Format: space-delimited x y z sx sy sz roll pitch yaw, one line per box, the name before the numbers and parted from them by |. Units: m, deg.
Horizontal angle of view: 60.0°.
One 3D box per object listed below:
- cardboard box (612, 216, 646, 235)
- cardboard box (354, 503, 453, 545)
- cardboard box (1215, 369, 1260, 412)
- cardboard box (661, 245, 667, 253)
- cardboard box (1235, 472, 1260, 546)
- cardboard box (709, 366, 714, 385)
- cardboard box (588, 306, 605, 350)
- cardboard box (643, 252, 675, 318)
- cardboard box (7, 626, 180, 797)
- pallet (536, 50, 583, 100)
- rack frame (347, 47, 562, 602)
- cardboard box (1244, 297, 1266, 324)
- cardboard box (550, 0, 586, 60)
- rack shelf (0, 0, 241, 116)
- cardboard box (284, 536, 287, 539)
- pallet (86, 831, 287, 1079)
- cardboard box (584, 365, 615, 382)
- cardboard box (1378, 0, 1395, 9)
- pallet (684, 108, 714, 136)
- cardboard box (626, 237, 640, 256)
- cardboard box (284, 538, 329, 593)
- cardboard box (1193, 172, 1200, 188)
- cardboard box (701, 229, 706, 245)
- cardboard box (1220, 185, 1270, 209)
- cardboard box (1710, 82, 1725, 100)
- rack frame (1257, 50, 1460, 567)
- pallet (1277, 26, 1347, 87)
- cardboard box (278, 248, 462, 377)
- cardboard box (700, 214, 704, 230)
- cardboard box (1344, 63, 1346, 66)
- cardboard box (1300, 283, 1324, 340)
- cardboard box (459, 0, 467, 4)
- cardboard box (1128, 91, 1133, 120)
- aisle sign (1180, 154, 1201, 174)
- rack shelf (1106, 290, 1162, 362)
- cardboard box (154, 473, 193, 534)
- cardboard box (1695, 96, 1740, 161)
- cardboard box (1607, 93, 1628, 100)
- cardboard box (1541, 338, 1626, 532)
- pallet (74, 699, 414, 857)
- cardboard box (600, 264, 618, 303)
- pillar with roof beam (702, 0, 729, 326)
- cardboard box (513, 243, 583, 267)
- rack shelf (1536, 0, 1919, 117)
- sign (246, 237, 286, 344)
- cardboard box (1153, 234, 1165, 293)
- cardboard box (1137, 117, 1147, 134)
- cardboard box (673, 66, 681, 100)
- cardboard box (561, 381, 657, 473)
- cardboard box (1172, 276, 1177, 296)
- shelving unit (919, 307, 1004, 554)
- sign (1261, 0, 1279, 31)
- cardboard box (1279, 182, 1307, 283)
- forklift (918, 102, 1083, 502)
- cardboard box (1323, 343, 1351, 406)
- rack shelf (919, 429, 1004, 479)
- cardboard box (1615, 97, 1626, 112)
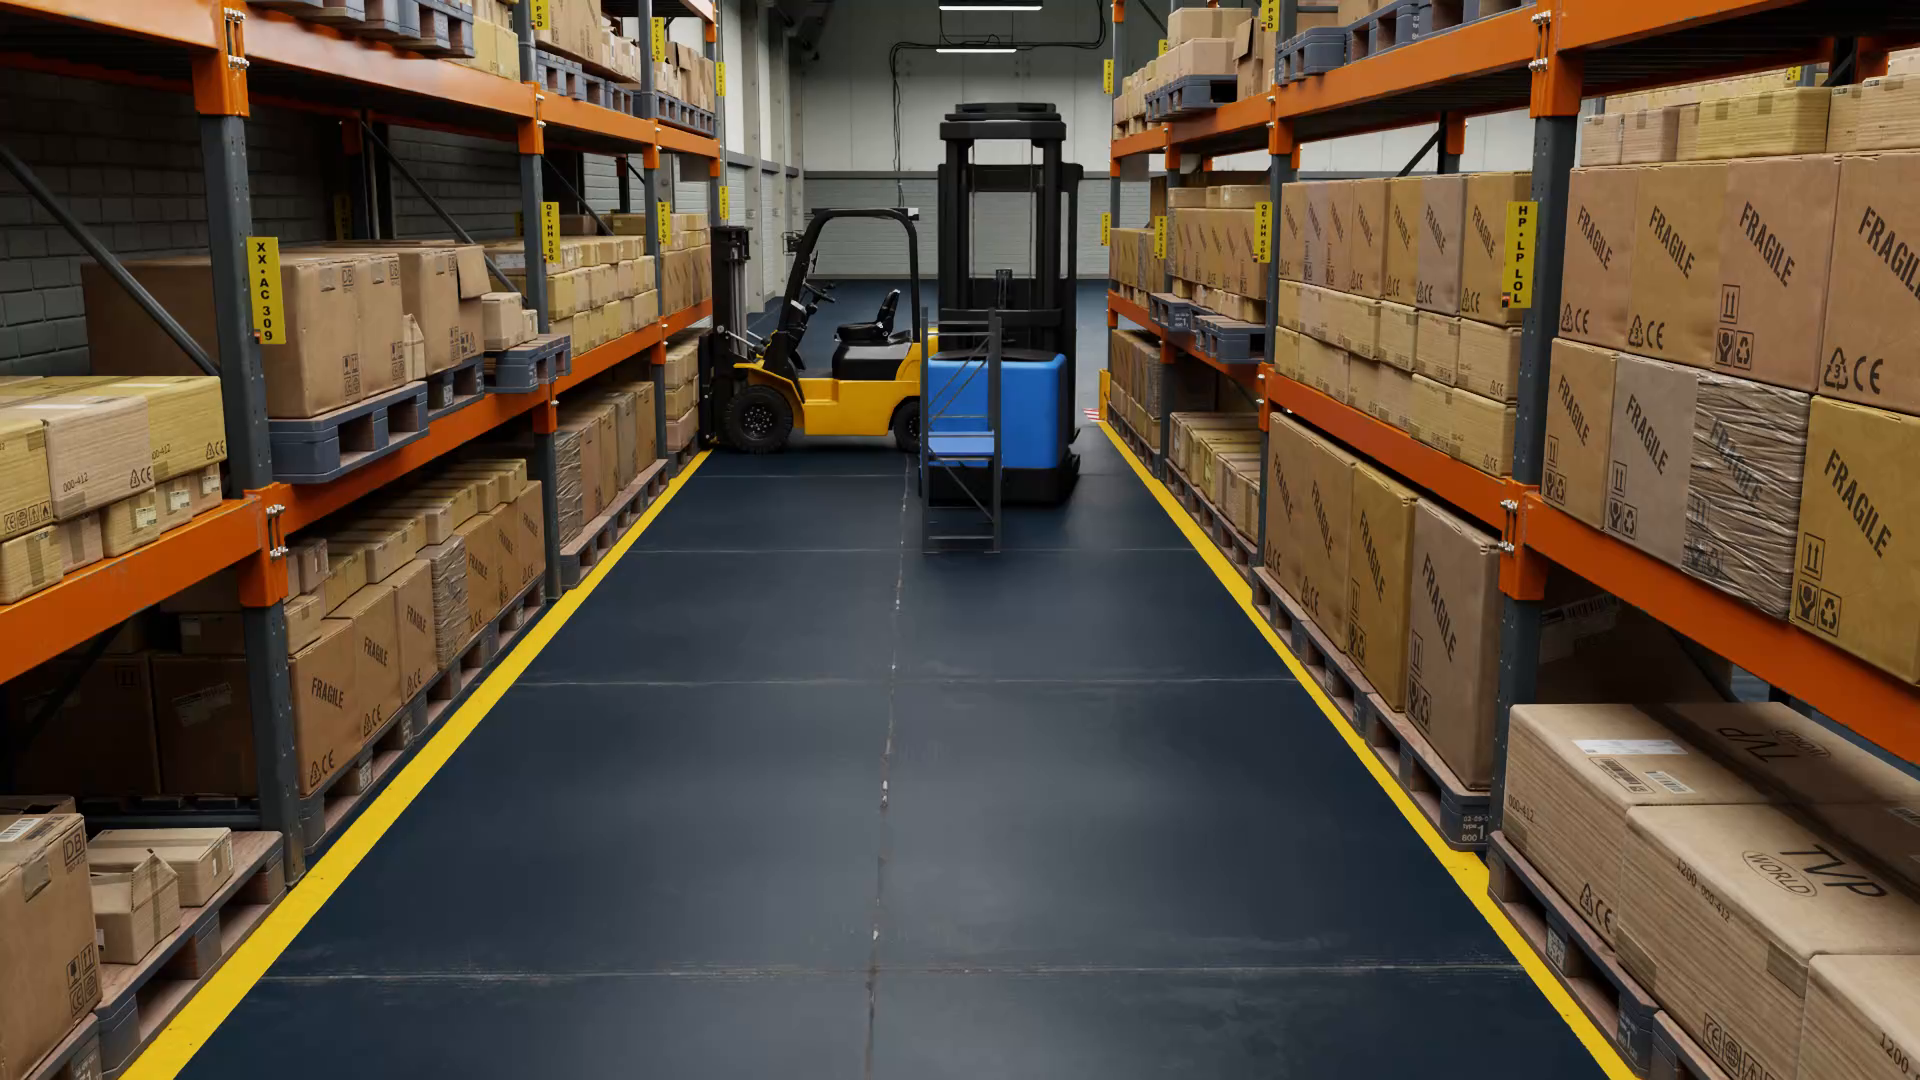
cardboard box | -2.556 -2.506 13.237 0.380 0.149 0.250 0 11 0
cardboard box | -2.501 -0.072 7.467 0.380 0.149 0.250 -1 11 -4
cardboard box | 2.374 -1.294 13.868 0.500 0.500 0.500 0 11 2
cardboard box | -2.597 -2.412 13.520 0.380 0.149 0.250 0 11 0
cardboard box | 2.197 -0.185 9.981 0.950 0.372 0.625 -1 12 -5
cardboard box | -2.575 -1.530 15.657 0.500 0.250 0.500 0 11 -2
cardboard box | -2.551 -1.352 10.556 0.500 0.250 0.500 -1 11 -3
cardboard box | -2.594 -2.067 13.453 0.500 0.500 0.500 -1 11 -3
cardboard box | -2.987 0.584 5.866 0.500 0.500 0.500 0 11 -1
pallet | -2.867 -2.646 9.487 1.213 0.211 1.003 0 11 1
rack frame | -2.763 -1.134 9.104 1.000 3.000 0.127 0 11 -1
cardboard box | 1.879 -1.355 9.769 0.380 0.149 0.250 0 11 0
cardboard box | -2.645 -3.153 9.951 0.700 0.500 0.500 0 11 -2
rack shelf | -2.639 -1.059 2.998 1.077 0.370 4.000 0 11 -1
cardboard box | -3.046 0.034 6.949 0.380 0.149 0.250 0 11 0
pallet | -2.668 1.165 4.789 1.003 0.211 1.213 0 11 -1
cardboard box | -3.050 -1.374 13.633 0.500 0.250 0.500 0 11 0
cardboard box | 2.409 -2.684 7.892 0.700 0.500 0.500 -1 11 -4
pallet | -2.940 -4.010 15.960 1.003 0.211 1.213 0 11 -1
cardboard box | -2.594 -2.178 12.366 0.380 0.149 0.250 0 11 -2
cardboard box | -2.476 0.093 5.908 0.380 0.149 0.250 -1 11 -4
cardboard box | 2.335 -2.825 13.925 0.700 0.500 0.500 0 11 -1
cardboard box | -2.662 -2.921 16.029 0.380 0.149 0.250 0 11 0
cardboard box | 1.883 -2.198 10.659 0.380 0.149 0.250 -1 11 -4
cardboard box | 6.715 -3.865 14.347 0.380 0.149 0.250 0 11 0
rack frame | 2.199 -1.155 9.208 1.000 3.000 0.127 0 11 -1
pallet | 2.265 -2.405 8.299 1.213 0.211 1.003 0 11 1
cardboard box | -2.494 -0.950 6.888 0.700 0.500 0.500 0 11 -1
cardboard box | -2.595 -2.965 15.496 0.380 0.149 0.250 0 11 0
cardboard box | 1.983 -2.564 9.239 0.380 0.149 0.250 0 11 -1
cardboard box | 1.972 -1.122 8.165 0.500 0.250 0.500 0 11 0
cardboard box | -2.501 -2.503 7.683 0.380 0.149 0.250 0 11 -1
cardboard box | 1.814 -3.984 15.236 0.500 0.250 0.500 0 11 1
aisle sign | 2.322 -4.033 16.855 0.394 0.787 0.004 0 11 -1
rack shelf | 2.075 -1.995 15.158 1.077 0.370 4.000 0 11 -1
cardboard box | -2.395 -0.102 4.647 0.380 0.149 0.250 0 11 0
cardboard box | 2.041 -1.002 4.055 0.380 0.149 0.250 0 11 -2
cardboard box | 6.734 -4.486 16.403 0.500 0.250 0.500 0 11 -1
cardboard box | 2.030 -0.315 4.814 0.500 0.500 0.500 0 11 1
pallet | -2.735 0.866 6.258 1.003 0.211 1.213 0 11 -1
cardboard box | -2.566 -1.700 11.012 0.500 0.250 0.500 0 11 0
pillar with roof beam | 0.241 -7.925 27.490 9.100 9.000 0.400 0 11 -1
cardboard box | -2.566 -1.771 10.362 0.380 0.149 0.250 0 11 -1
rack shelf | 2.323 -1.080 3.102 1.077 0.370 4.000 0 11 -1
sign | -2.138 -0.767 5.117 0.100 0.325 0.005 0 11 -1
cardboard box | 1.859 -2.232 13.518 0.500 0.500 0.500 -1 11 -3
cardboard box | 1.793 -3.716 14.918 0.380 0.149 0.250 -1 11 -3
cardboard box | -2.573 -3.884 14.147 0.396 0.266 0.258 -1 11 -2
cardboard box | -2.824 -0.867 12.706 0.875 0.625 0.625 0 11 1
cardboard box | 1.812 -1.922 12.562 0.380 0.149 0.250 0 11 0
shelving unit | -0.002 -0.752 10.994 0.538 1.500 1.048 0 11 -1
sign | 1.657 -2.877 8.849 0.100 0.325 0.005 0 11 -1
cardboard box | 1.965 -1.595 8.610 0.500 0.500 0.500 -1 11 -3
forklift | 0.404 -1.958 13.340 1.130 2.935 3.031 2 12 8
cardboard box | 1.991 -0.777 7.721 0.500 0.250 0.500 0 11 1
rack shelf | -0.002 -0.576 11.029 0.538 0.185 1.000 0 11 -1
cardboard box | 6.673 -4.267 16.329 0.380 0.149 0.250 0 11 -1
